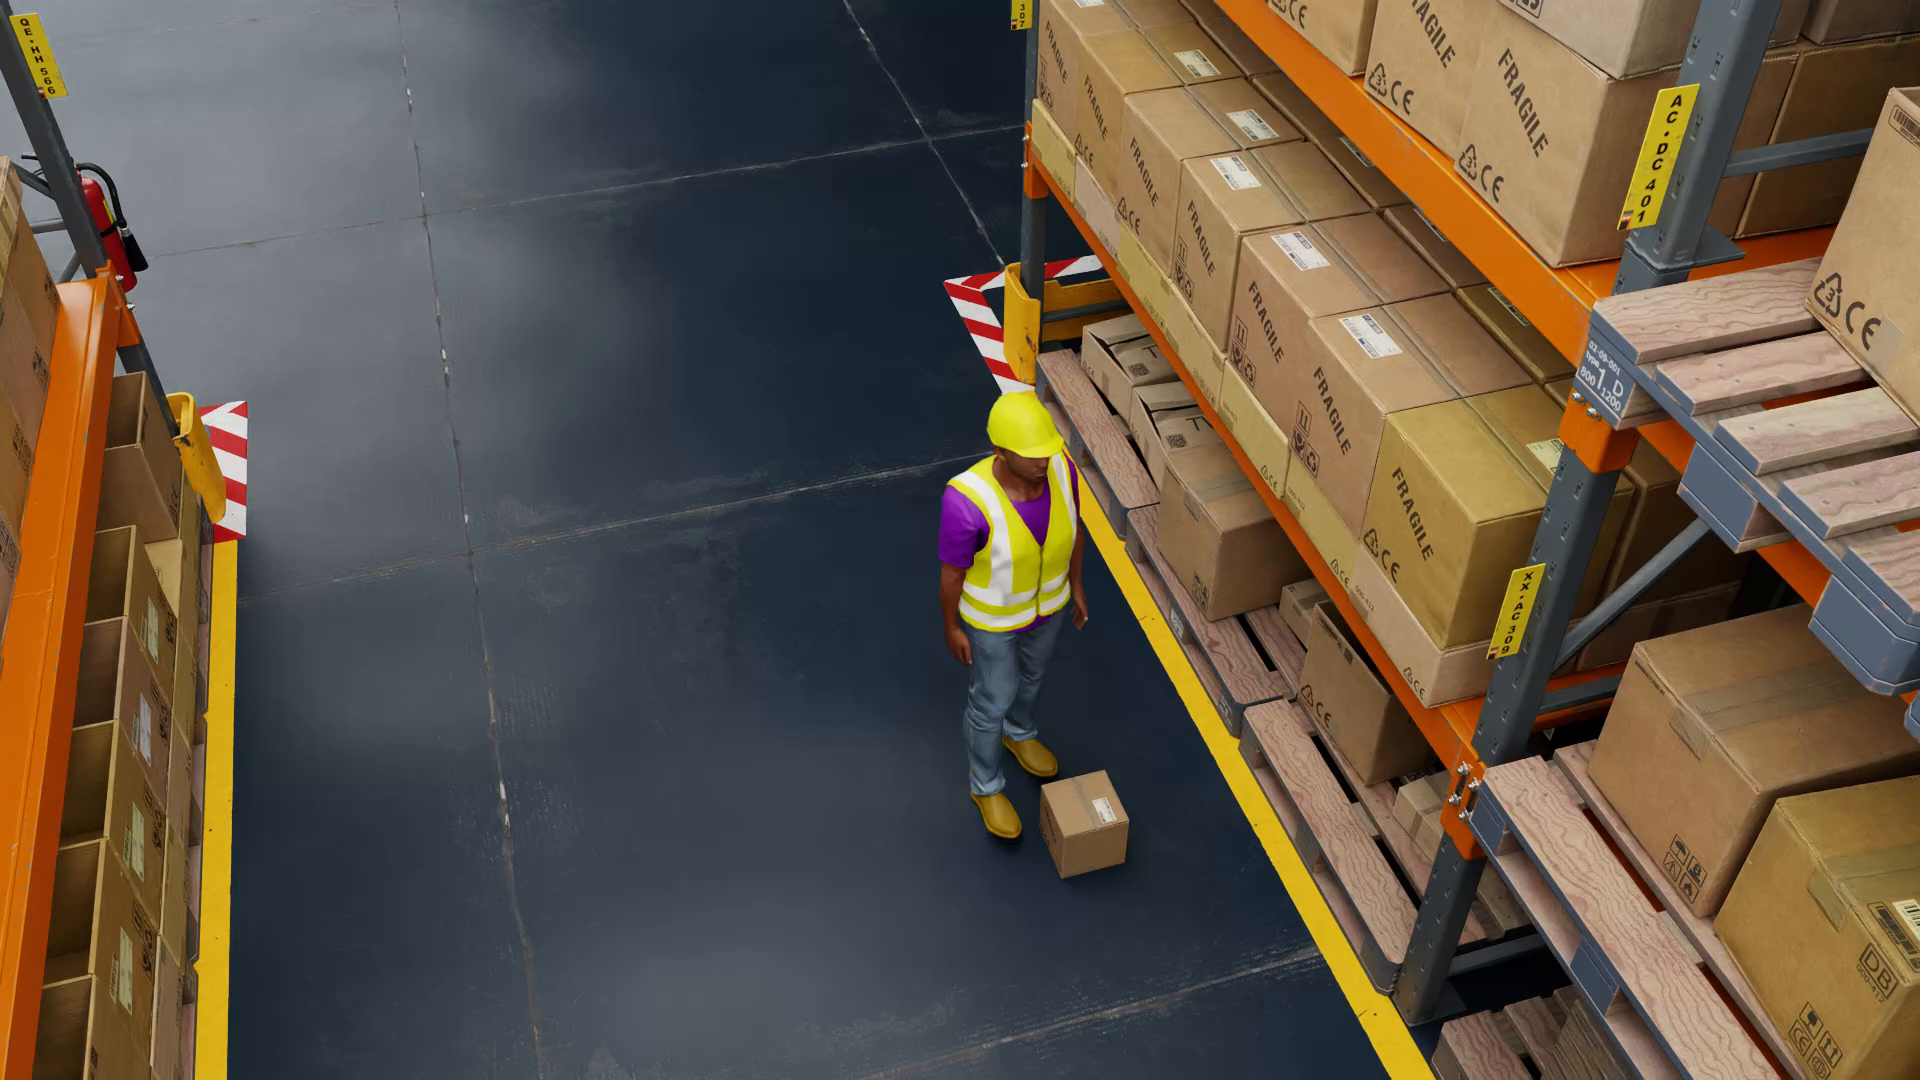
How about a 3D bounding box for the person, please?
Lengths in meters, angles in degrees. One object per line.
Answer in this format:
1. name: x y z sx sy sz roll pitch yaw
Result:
1. person: 0.236 0.265 5.842 0.569 1.771 0.496 -25 47 -25
